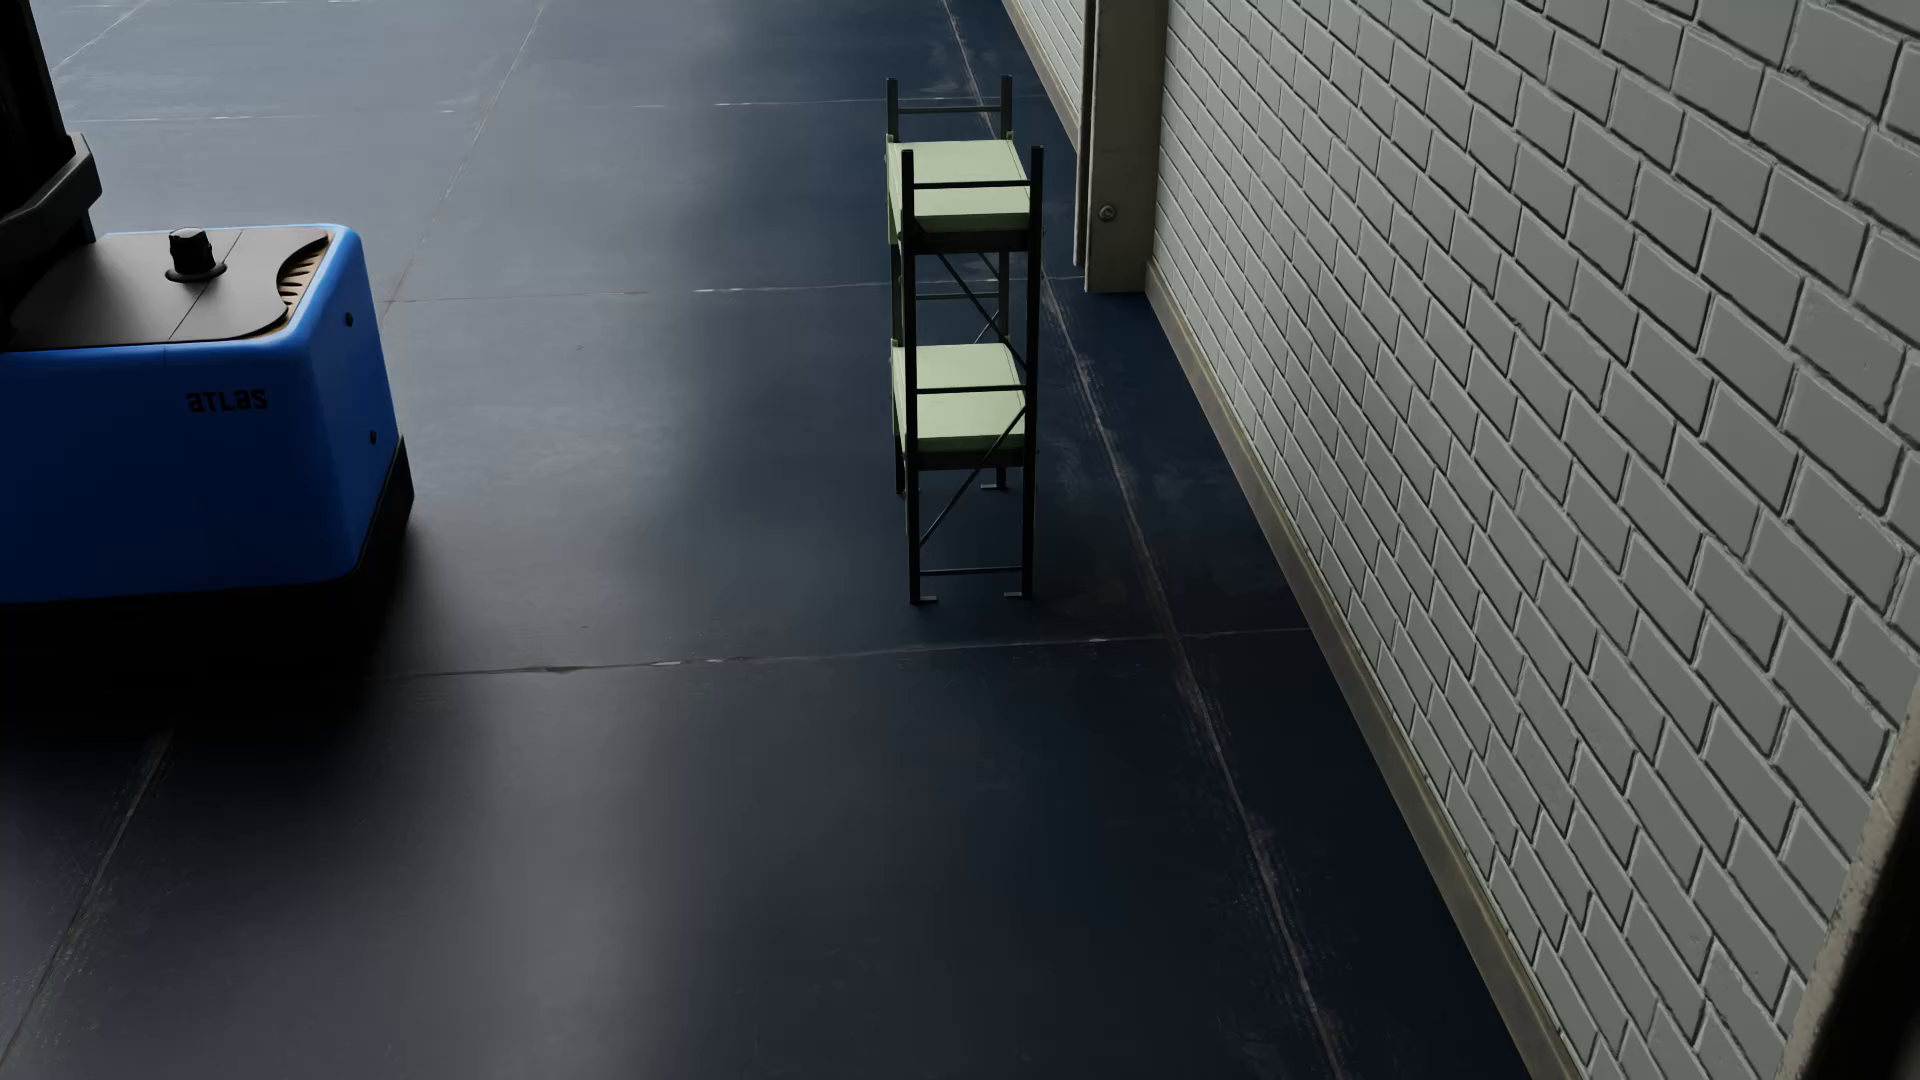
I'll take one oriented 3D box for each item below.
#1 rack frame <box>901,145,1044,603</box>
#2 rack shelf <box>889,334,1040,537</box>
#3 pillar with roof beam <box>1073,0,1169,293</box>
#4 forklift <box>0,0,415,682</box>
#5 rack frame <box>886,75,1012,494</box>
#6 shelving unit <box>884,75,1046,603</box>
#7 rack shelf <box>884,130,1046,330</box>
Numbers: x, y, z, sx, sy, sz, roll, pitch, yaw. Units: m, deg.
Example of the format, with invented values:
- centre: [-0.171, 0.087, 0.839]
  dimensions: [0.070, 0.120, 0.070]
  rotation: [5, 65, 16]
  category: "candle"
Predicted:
- centre: [0.035, -0.454, 5.047]
  dimensions: [0.400, 1.500, 0.023]
  rotation: [-3, 31, -5]
  category: "rack frame"
- centre: [0.001, -0.361, 5.527]
  dimensions: [0.431, 0.370, 0.720]
  rotation: [-3, 31, -5]
  category: "rack shelf"
- centre: [-3.570, -4.902, 5.181]
  dimensions: [9.100, 9.000, 0.400]
  rotation: [-3, 31, -5]
  category: "pillar with roof beam"
- centre: [-3.367, -1.028, 4.613]
  dimensions: [3.031, 2.935, 1.130]
  rotation: [-4, 31, -7]
  category: "forklift"
- centre: [-0.034, -0.827, 5.673]
  dimensions: [0.400, 1.500, 0.023]
  rotation: [-3, 31, -5]
  category: "rack frame"
- centre: [0.001, -0.640, 5.360]
  dimensions: [0.431, 1.500, 0.755]
  rotation: [-3, 31, -5]
  category: "shelving unit"
- centre: [0.001, -0.976, 5.160]
  dimensions: [0.431, 0.370, 0.720]
  rotation: [-3, 31, -5]
  category: "rack shelf"
